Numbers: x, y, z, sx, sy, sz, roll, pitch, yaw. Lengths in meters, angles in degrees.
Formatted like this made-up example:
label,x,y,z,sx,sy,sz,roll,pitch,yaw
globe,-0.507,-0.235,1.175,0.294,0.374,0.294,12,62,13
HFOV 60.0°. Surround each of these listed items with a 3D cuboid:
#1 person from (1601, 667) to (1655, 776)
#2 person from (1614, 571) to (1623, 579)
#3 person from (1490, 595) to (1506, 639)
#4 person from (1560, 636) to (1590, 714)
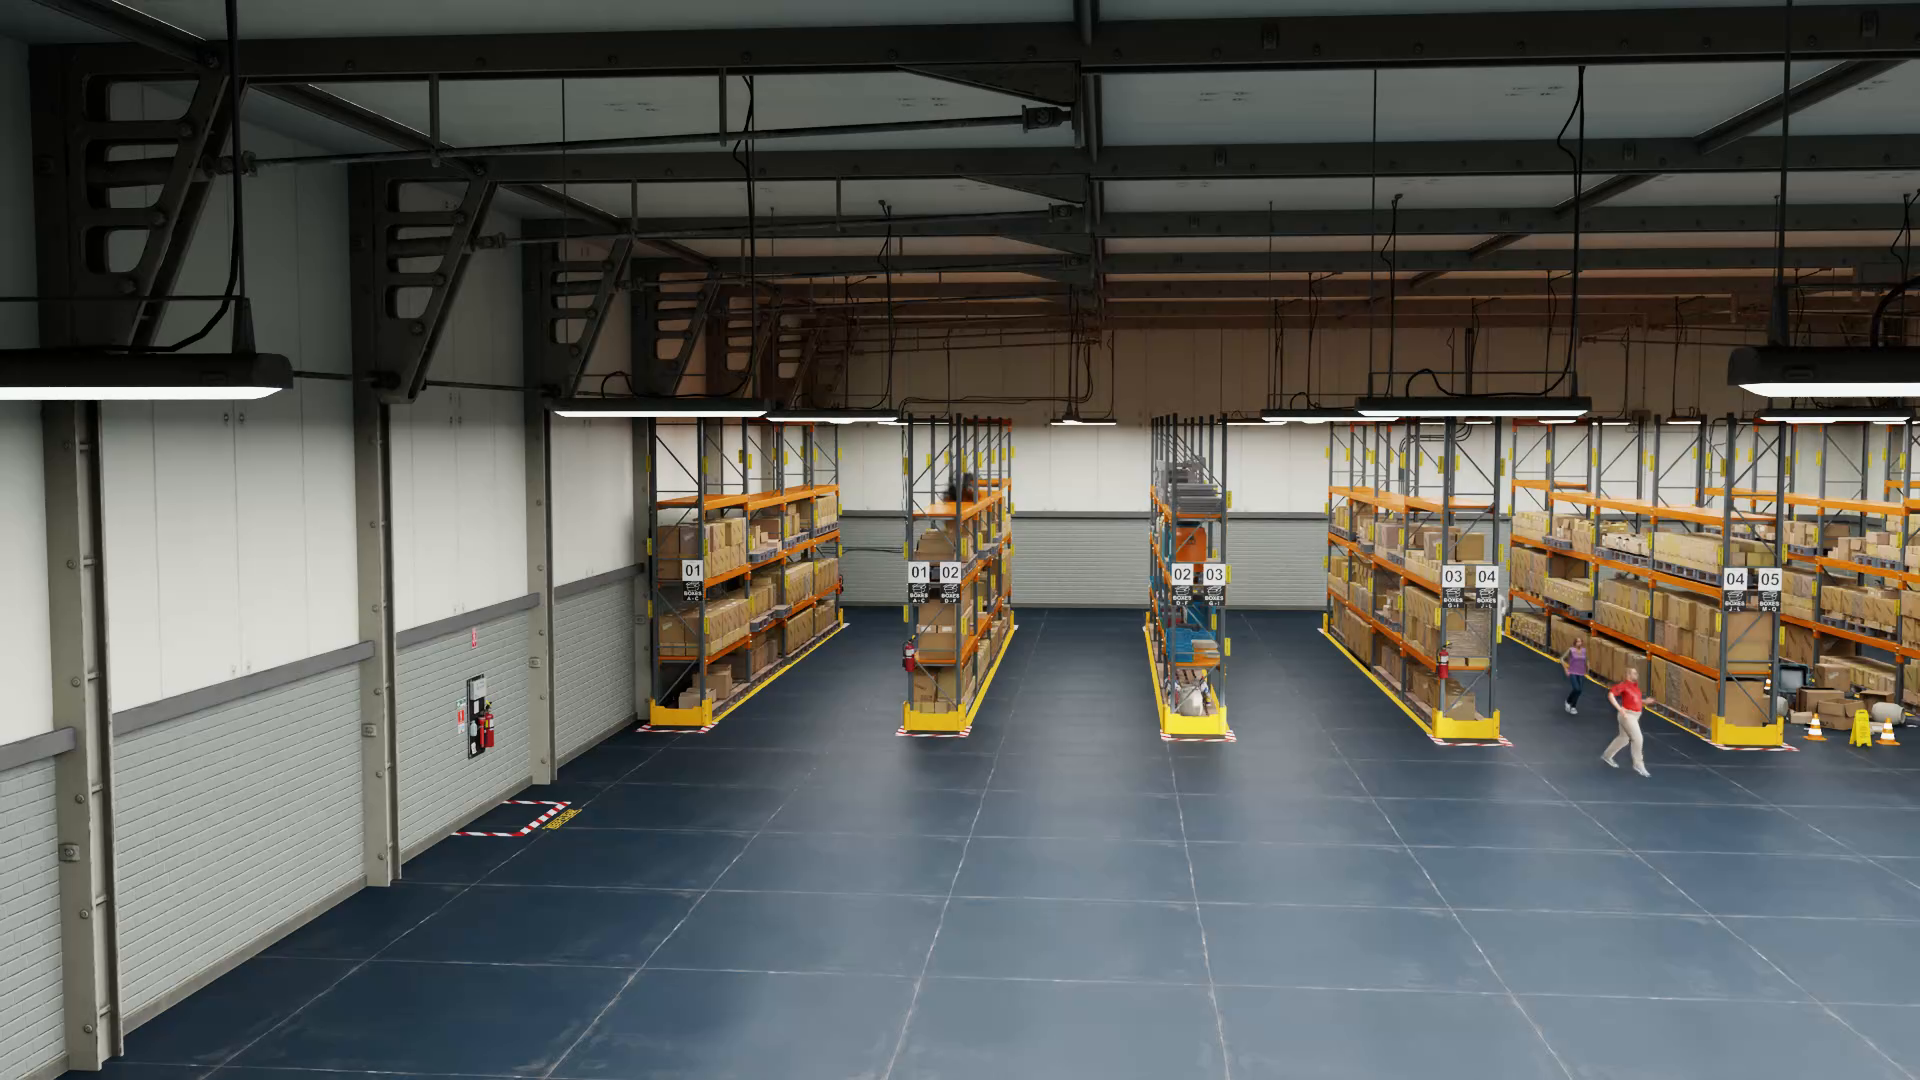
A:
label,x,y,z,sx,sy,sz,roll,pitch,yaw
person,11.109,3.004,27.657,0.831,1.793,0.648,3,5,35
person,18.763,1.771,47.208,0.879,1.615,0.584,1,4,13
person,13.549,2.010,42.271,0.694,1.730,0.633,0,4,4
person,12.328,2.701,33.202,0.543,1.571,0.575,-1,4,-7
